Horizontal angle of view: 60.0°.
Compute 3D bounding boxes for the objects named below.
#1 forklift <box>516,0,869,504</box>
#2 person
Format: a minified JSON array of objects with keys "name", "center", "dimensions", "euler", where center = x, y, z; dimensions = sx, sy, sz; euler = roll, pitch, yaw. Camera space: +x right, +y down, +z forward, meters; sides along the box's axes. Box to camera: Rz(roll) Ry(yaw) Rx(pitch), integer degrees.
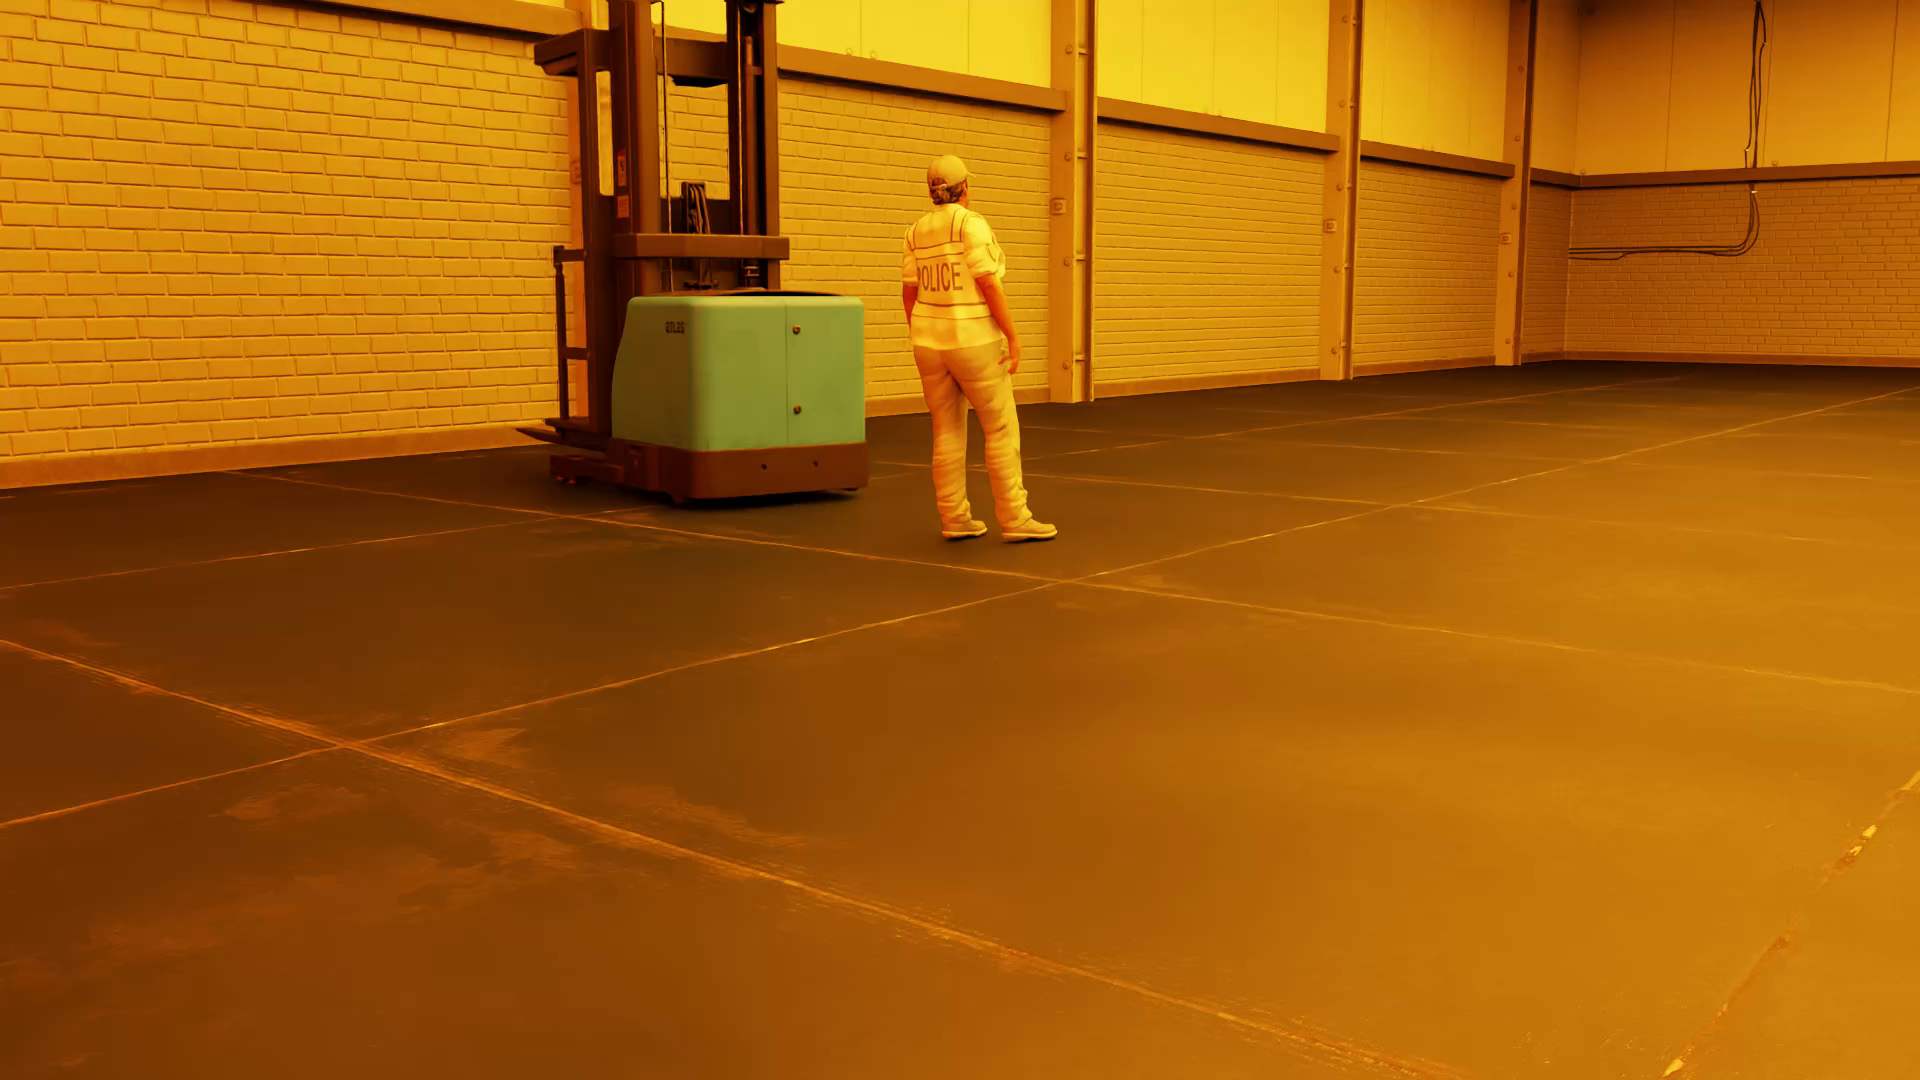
[{"name":"forklift","center":[-1.744,-1.801,9.589],"dimensions":[1.130,2.935,3.031],"euler":[-6,10,-35]},{"name":"person","center":[0.066,-0.839,7.328],"dimensions":[0.599,1.670,0.529],"euler":[7,11,38]}]
